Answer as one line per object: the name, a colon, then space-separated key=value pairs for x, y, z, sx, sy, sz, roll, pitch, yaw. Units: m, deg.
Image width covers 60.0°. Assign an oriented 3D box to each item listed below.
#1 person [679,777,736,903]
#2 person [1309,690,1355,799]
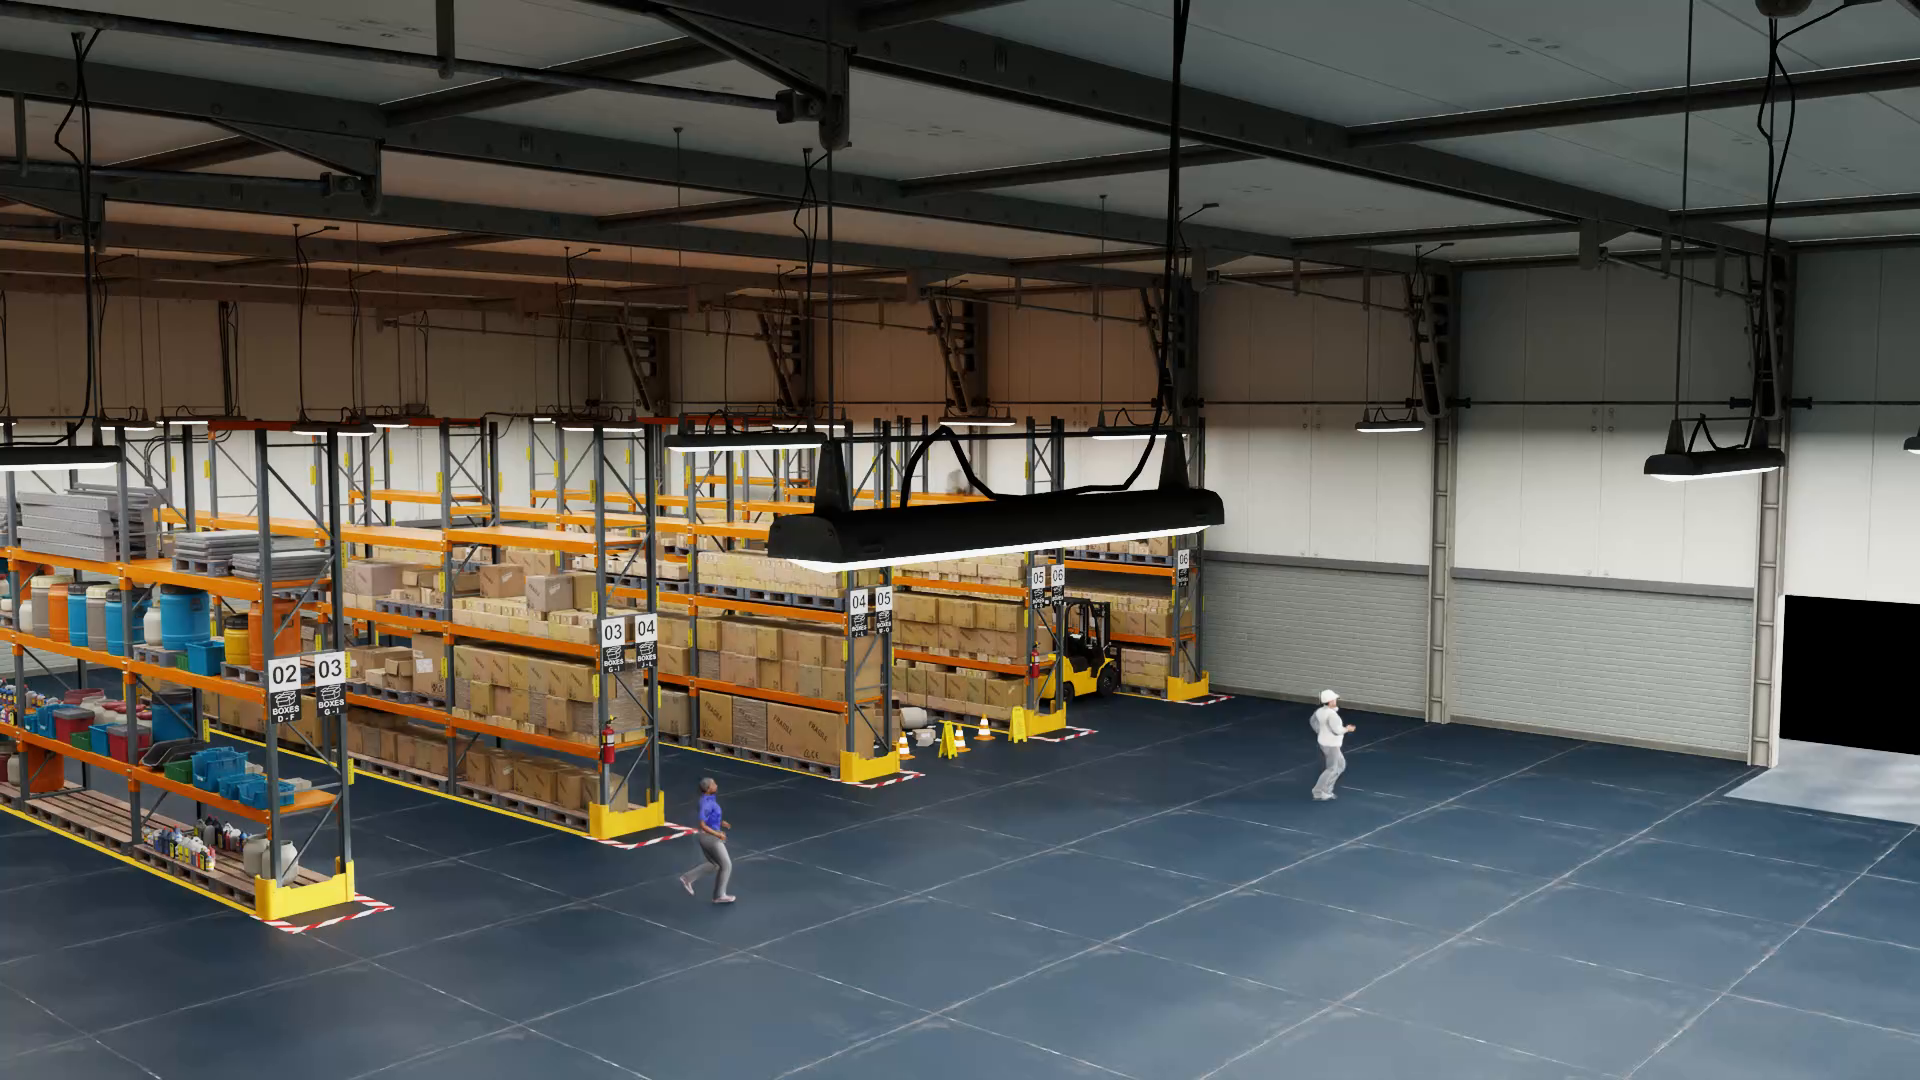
person: x=-3.185 y=3.784 z=20.949 sx=0.700 sy=1.608 sz=0.581 roll=-1 pitch=5 yaw=-15
person: x=5.916 y=3.264 z=26.406 sx=0.669 sy=1.789 sz=0.640 roll=0 pitch=5 yaw=-5
